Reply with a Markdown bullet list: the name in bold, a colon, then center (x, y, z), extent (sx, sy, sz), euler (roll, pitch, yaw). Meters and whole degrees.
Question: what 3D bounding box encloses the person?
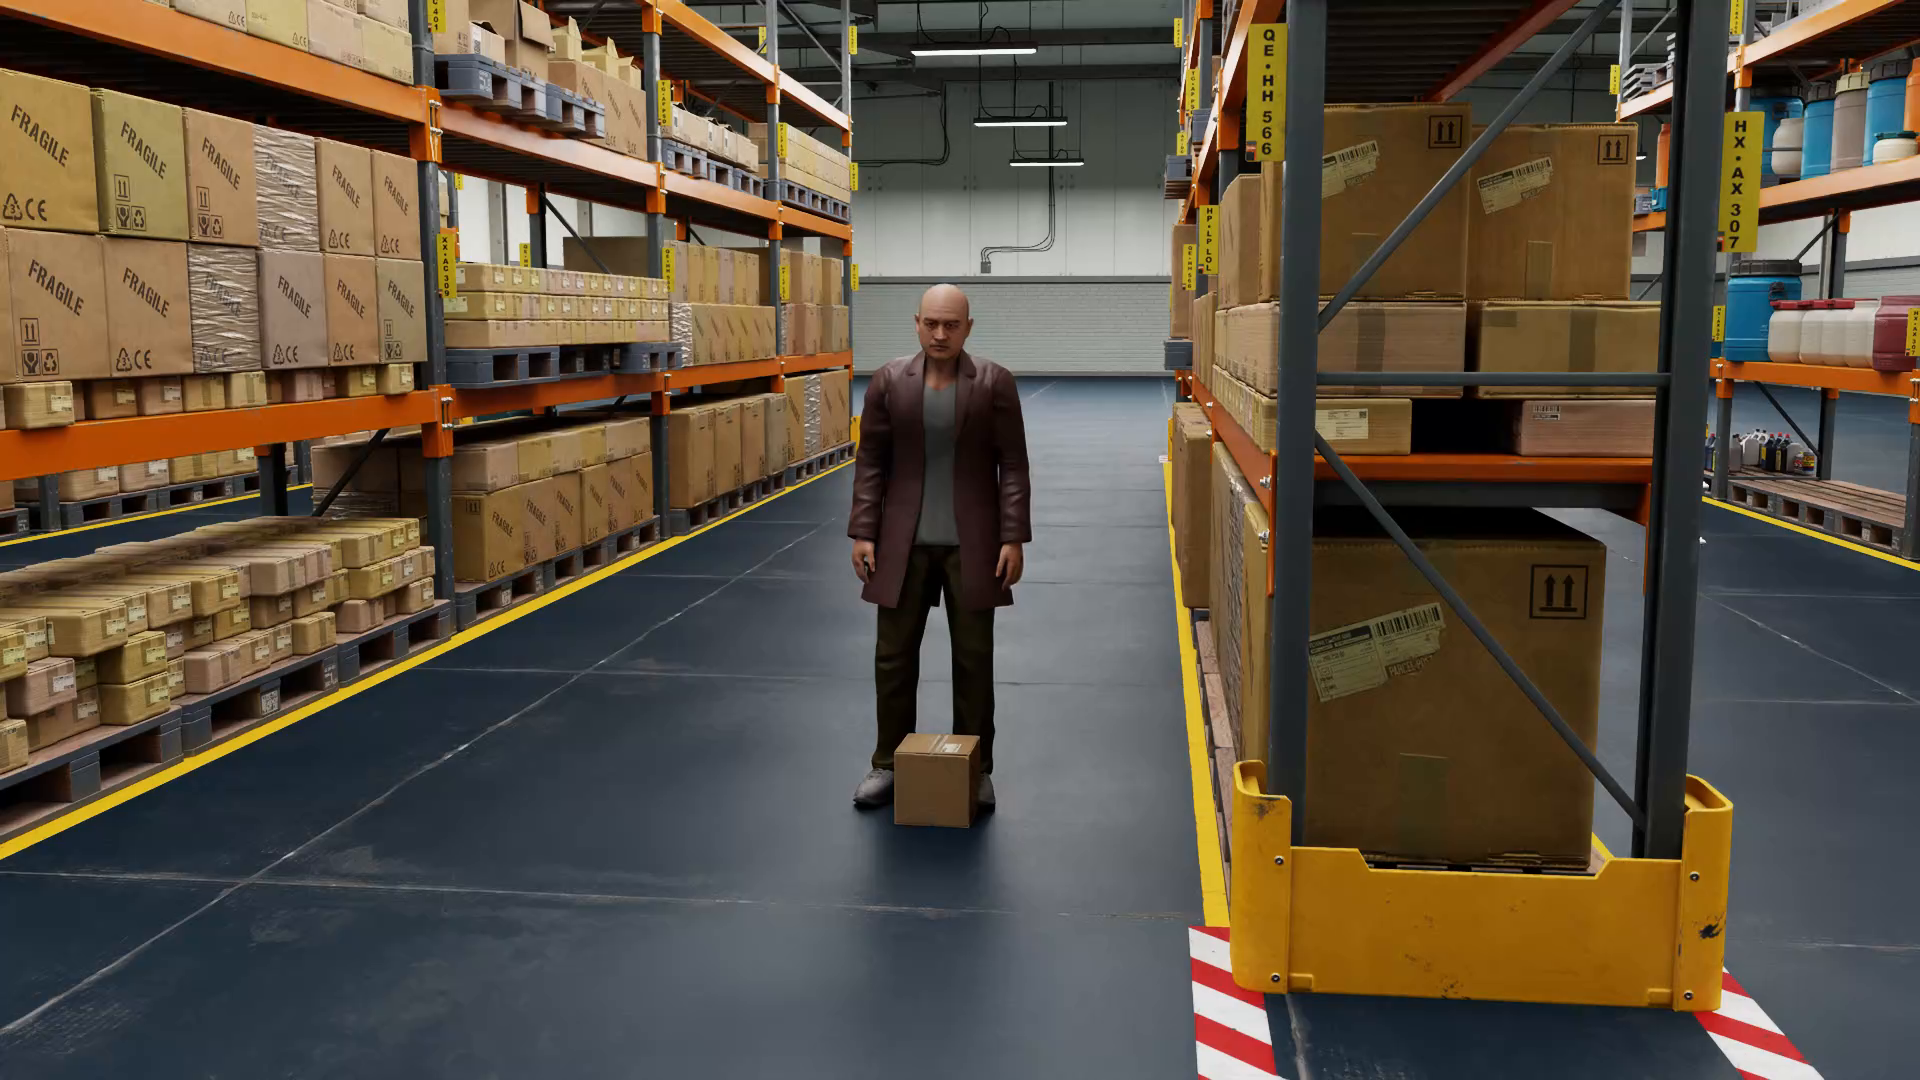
- **person**: center (-0.073, 0.016, 5.722), extent (0.640, 1.773, 0.430), euler (1, 7, 6)
